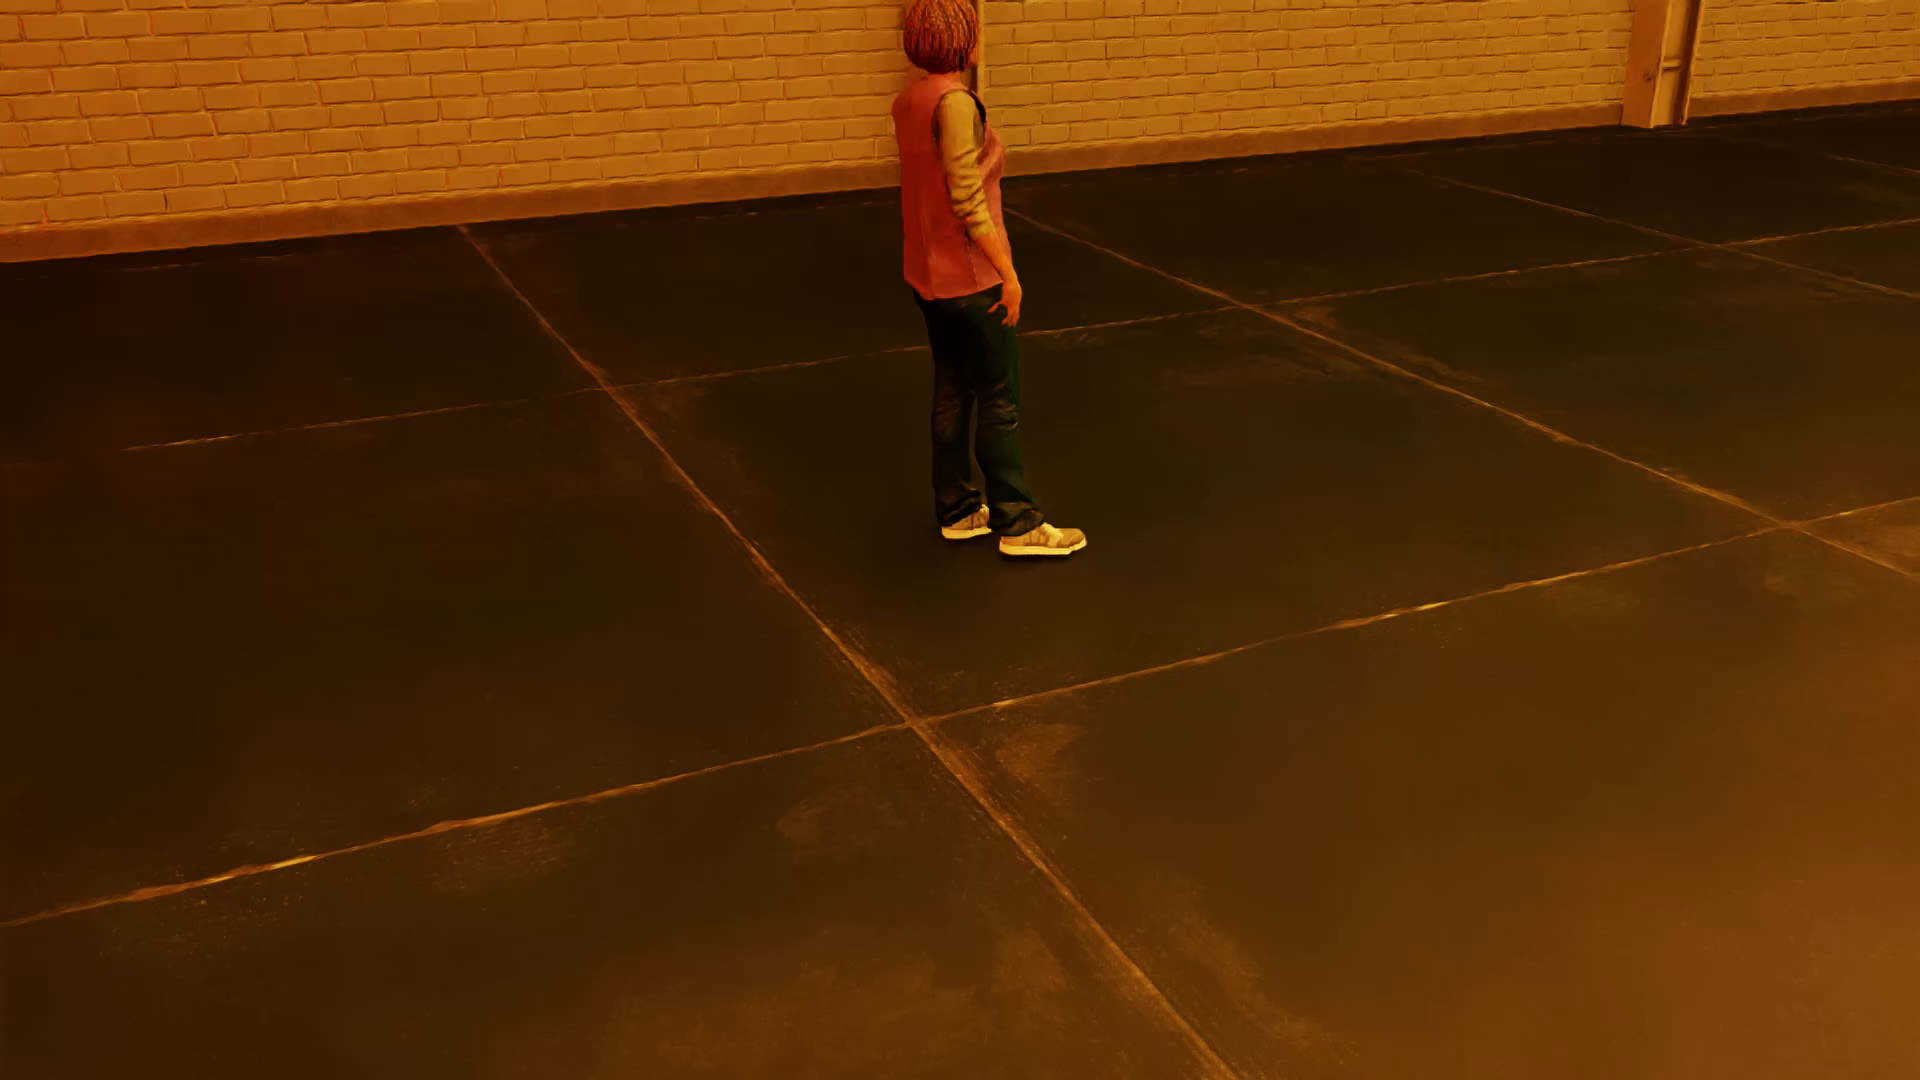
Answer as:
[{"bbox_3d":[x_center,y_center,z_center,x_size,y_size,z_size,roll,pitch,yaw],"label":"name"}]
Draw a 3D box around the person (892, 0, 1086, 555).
[{"bbox_3d":[0.073,-0.751,4.815,0.474,1.597,0.520,-10,25,-23],"label":"person"}]
